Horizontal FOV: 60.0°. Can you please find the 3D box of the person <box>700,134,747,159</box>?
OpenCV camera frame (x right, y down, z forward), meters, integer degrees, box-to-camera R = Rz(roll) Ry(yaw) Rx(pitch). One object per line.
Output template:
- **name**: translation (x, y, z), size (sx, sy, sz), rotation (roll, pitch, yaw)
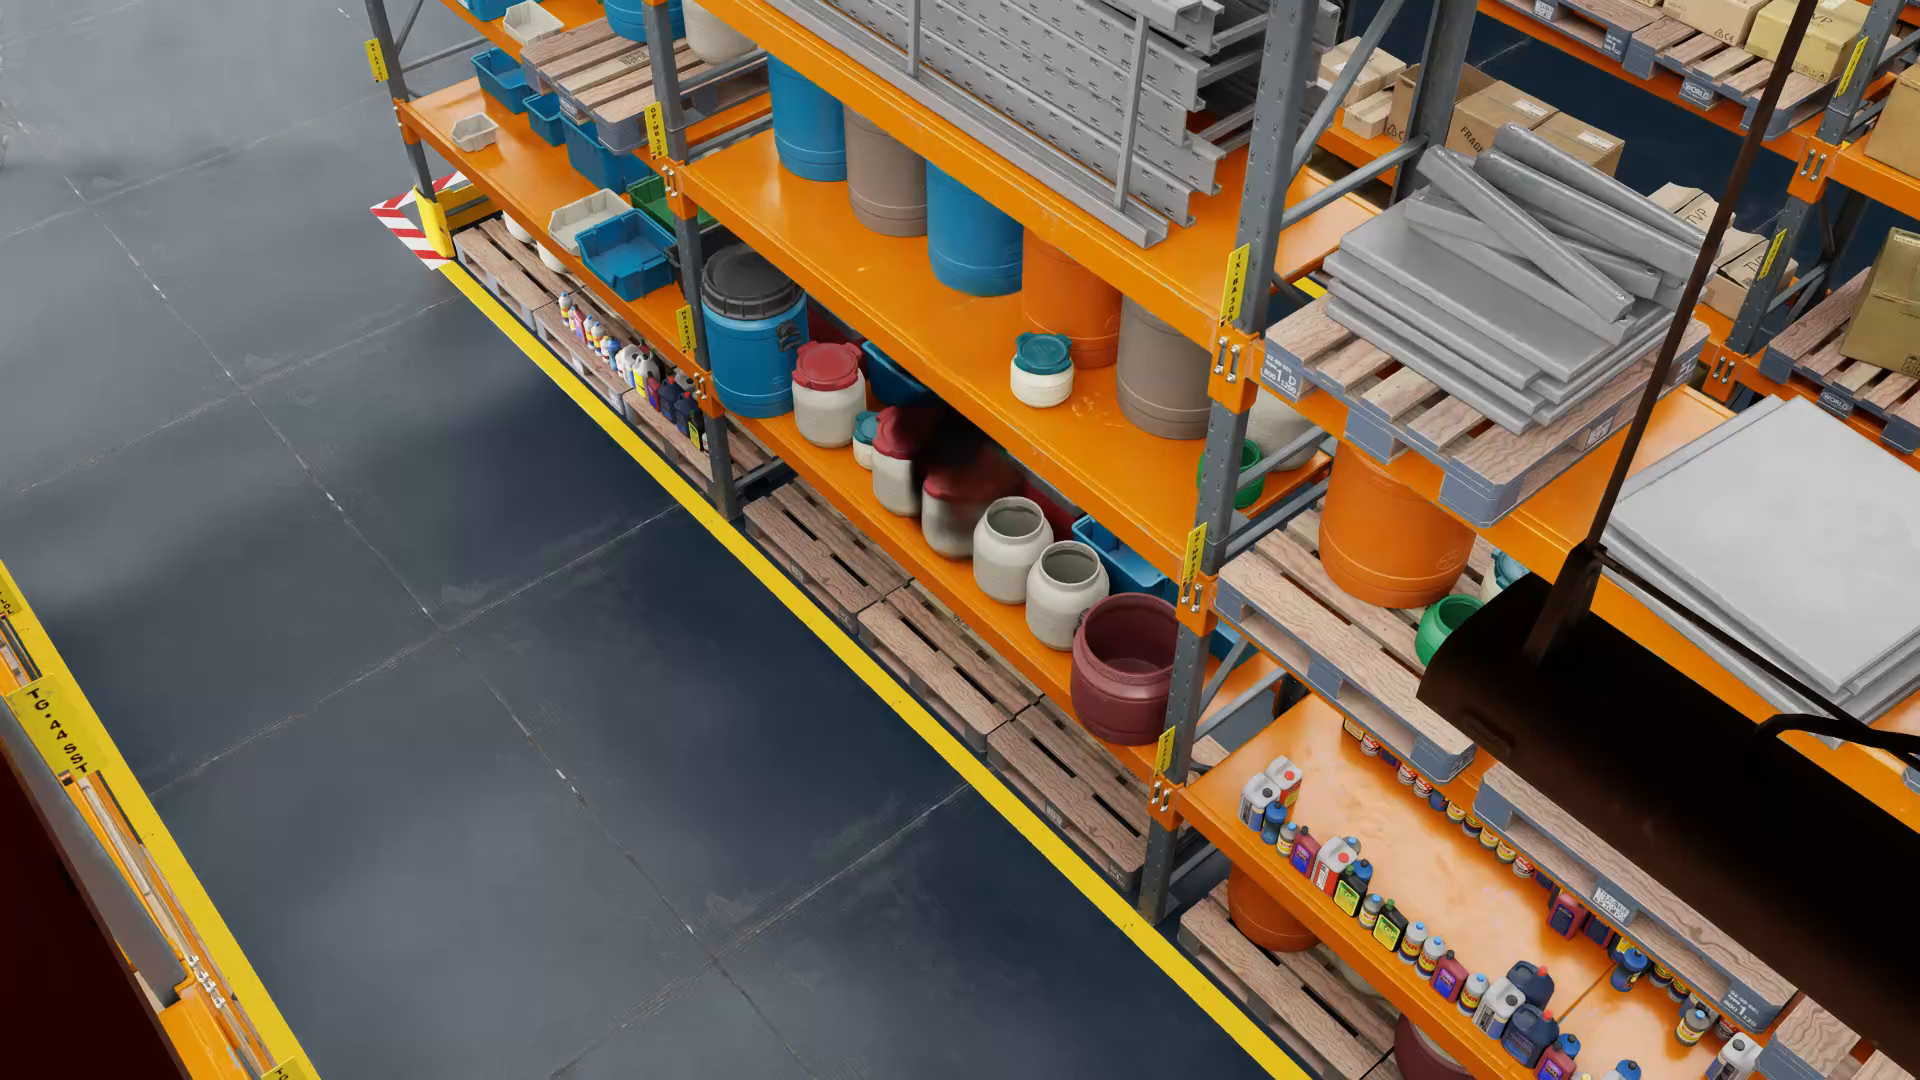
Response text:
- **person**: translation (-1.864, -3.411, 12.992), size (0.708, 1.832, 0.630), rotation (28, 52, 24)
